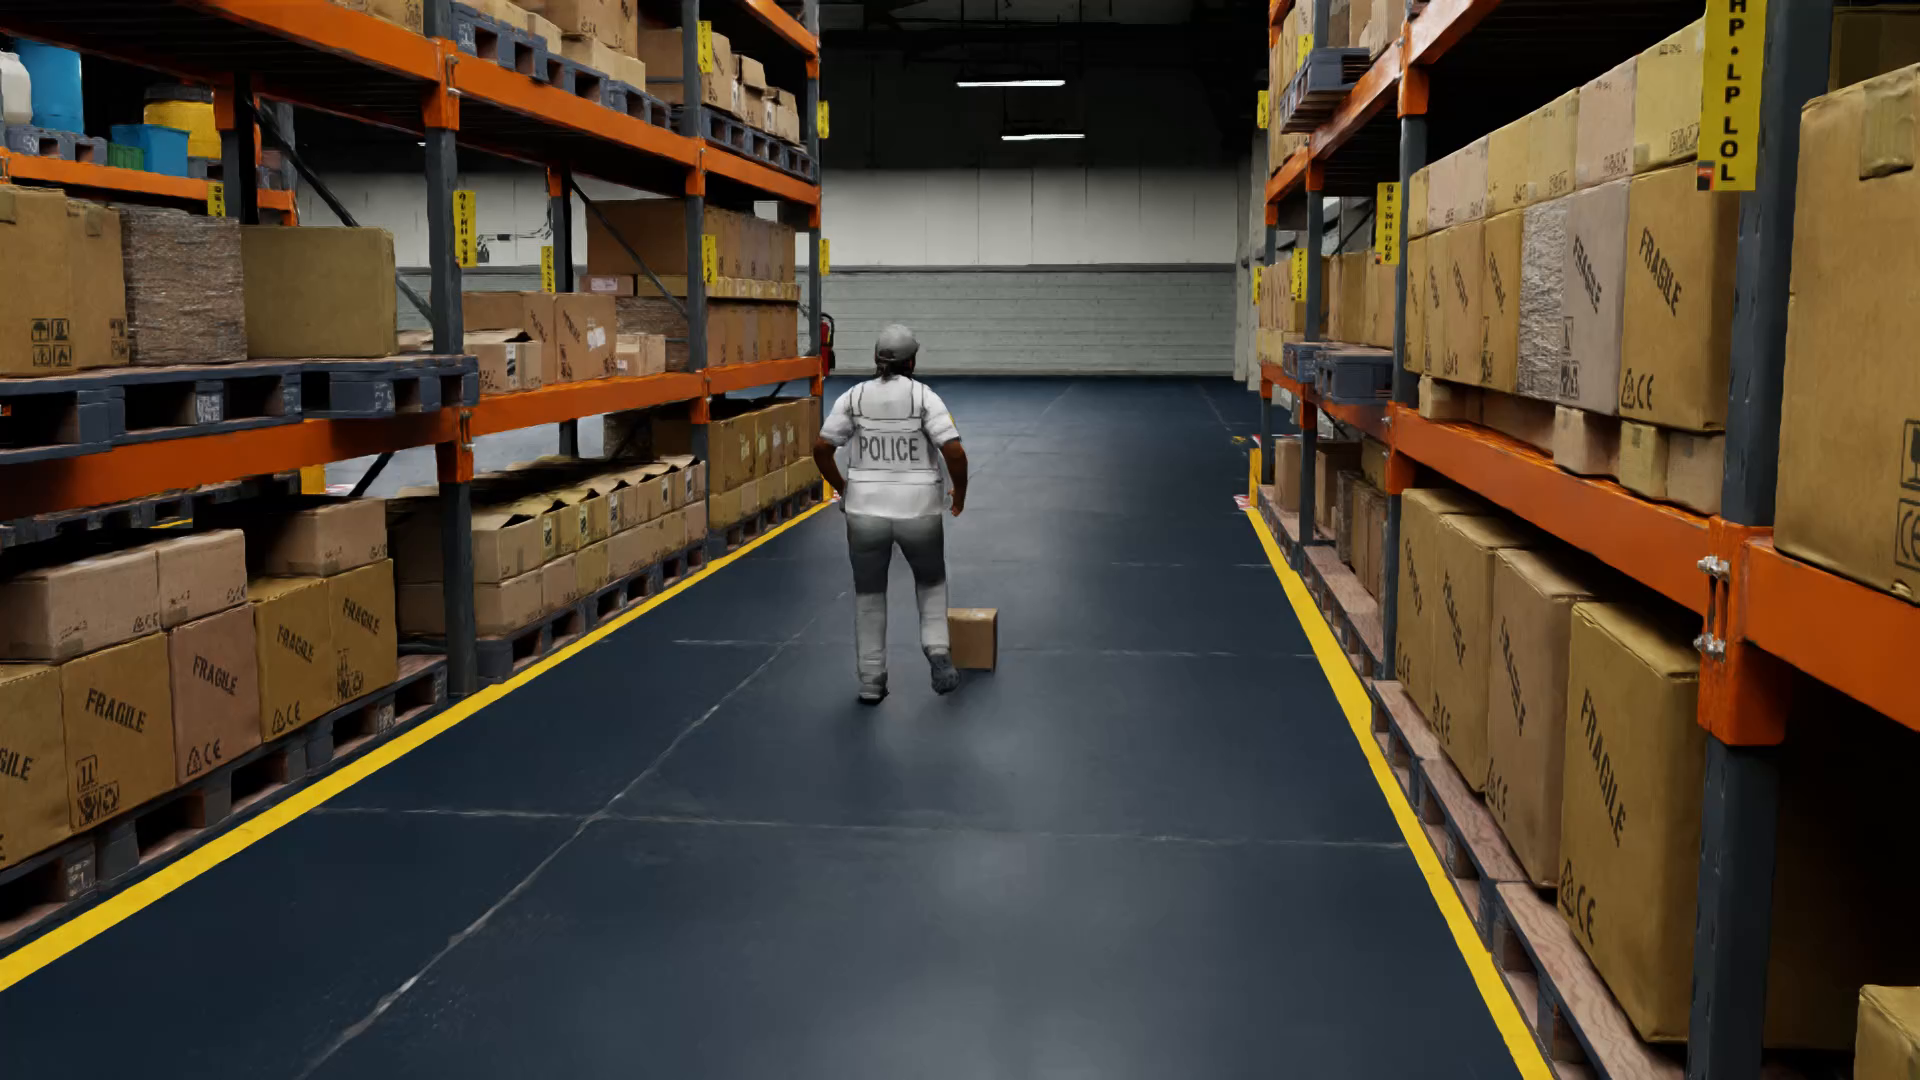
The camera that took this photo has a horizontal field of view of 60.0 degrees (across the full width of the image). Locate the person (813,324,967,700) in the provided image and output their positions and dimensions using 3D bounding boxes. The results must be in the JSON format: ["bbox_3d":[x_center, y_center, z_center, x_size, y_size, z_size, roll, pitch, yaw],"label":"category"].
[{"bbox_3d":[-0.297,-0.110,7.235,0.663,1.642,0.497,0,8,1],"label":"person"}]
